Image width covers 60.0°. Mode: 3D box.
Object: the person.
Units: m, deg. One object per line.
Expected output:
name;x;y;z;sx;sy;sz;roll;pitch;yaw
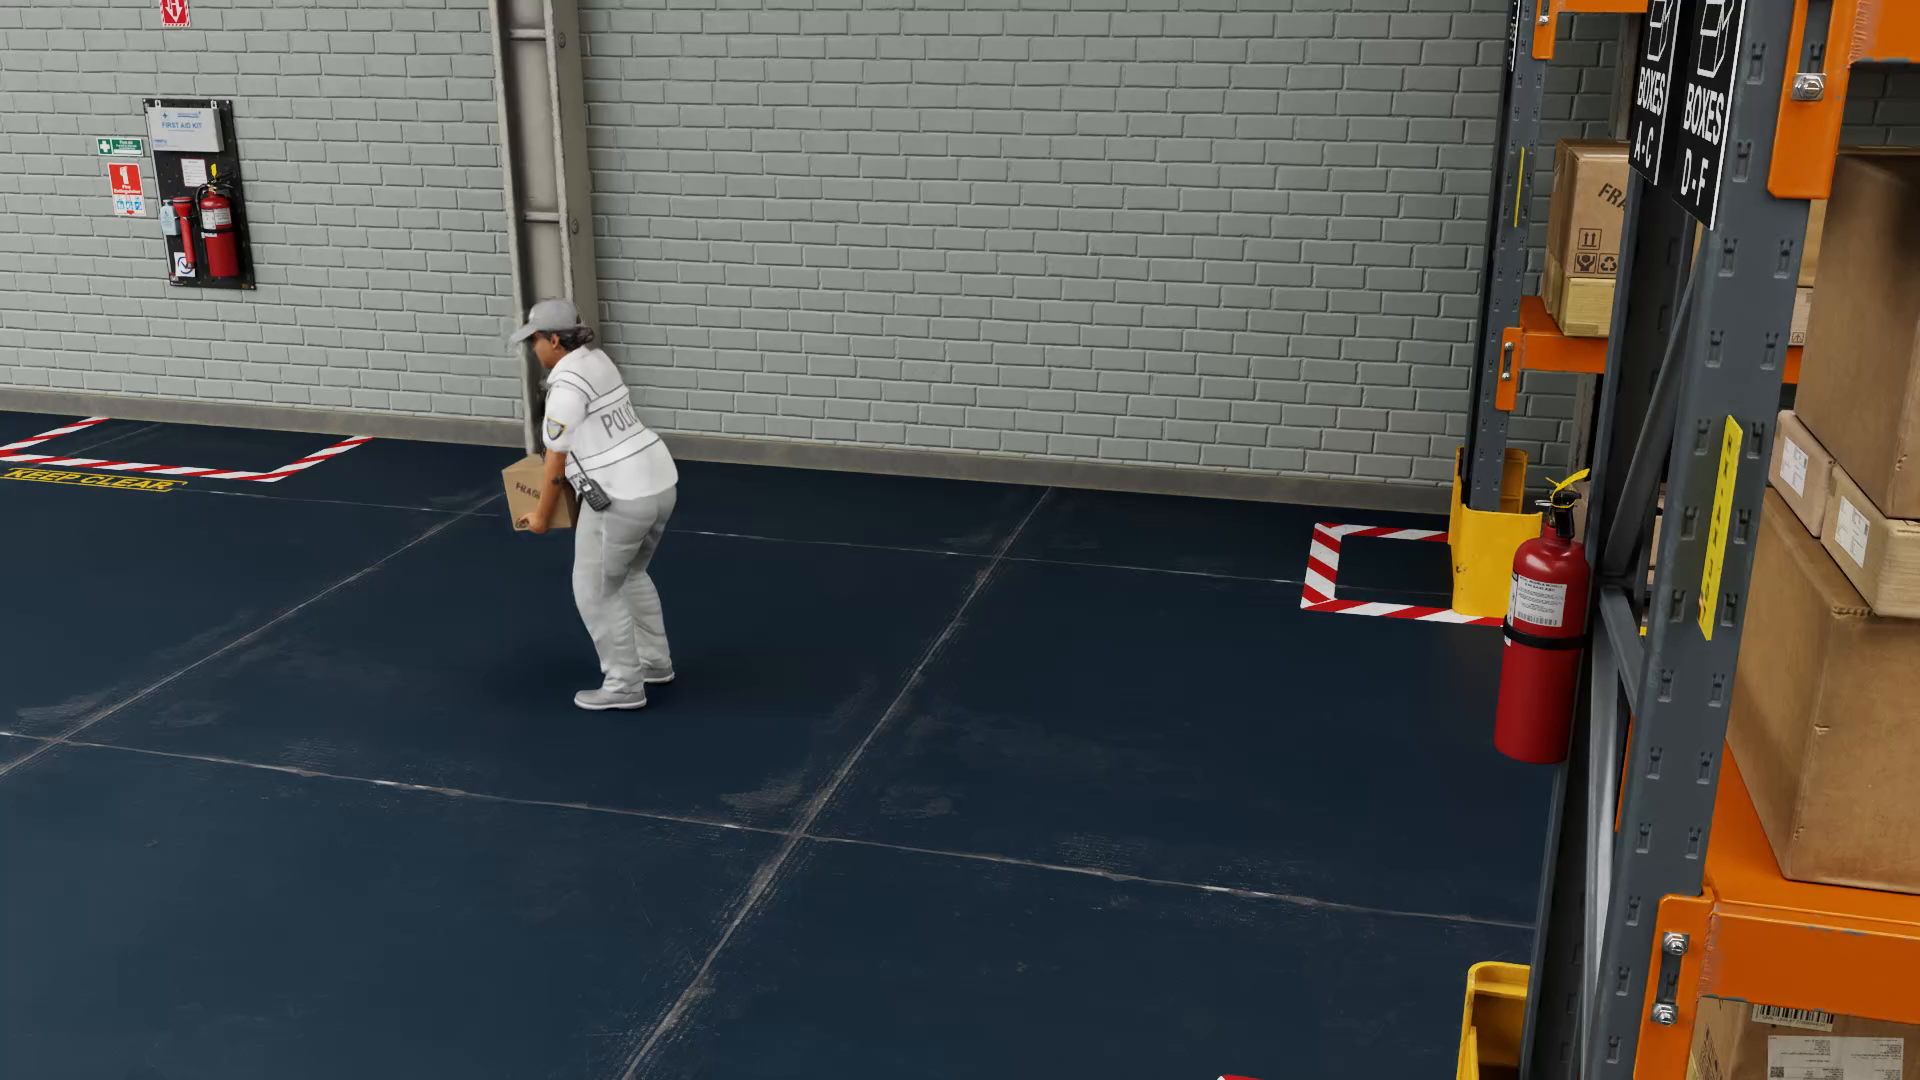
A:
person;-1.435;-0.143;6.570;0.576;1.621;0.452;4;19;13
